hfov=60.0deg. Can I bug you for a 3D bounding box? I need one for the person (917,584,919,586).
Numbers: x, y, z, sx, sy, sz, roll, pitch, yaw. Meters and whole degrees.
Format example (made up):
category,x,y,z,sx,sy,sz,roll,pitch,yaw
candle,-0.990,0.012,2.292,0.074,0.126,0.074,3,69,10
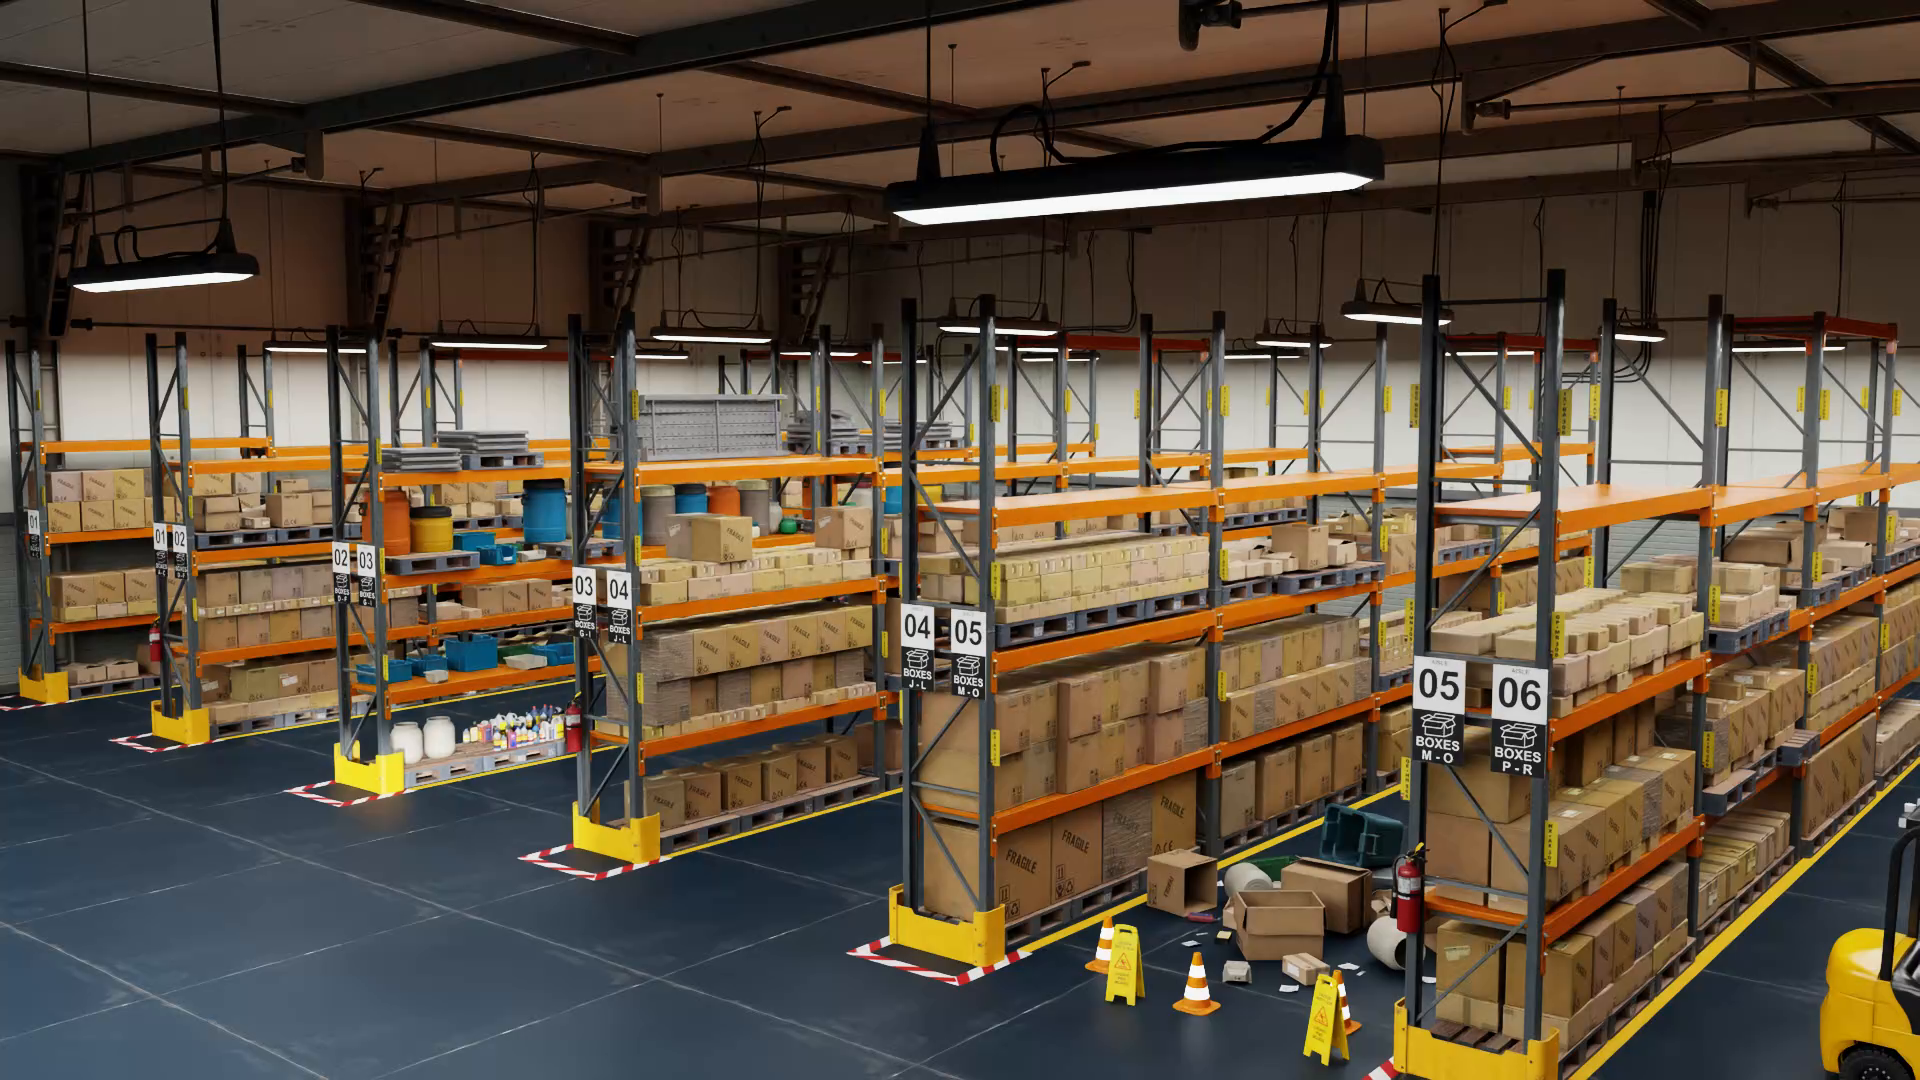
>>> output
category,x,y,z,sx,sy,sz,roll,pitch,yaw
person,-1.054,0.776,38.837,0.448,1.767,0.609,4,7,41
